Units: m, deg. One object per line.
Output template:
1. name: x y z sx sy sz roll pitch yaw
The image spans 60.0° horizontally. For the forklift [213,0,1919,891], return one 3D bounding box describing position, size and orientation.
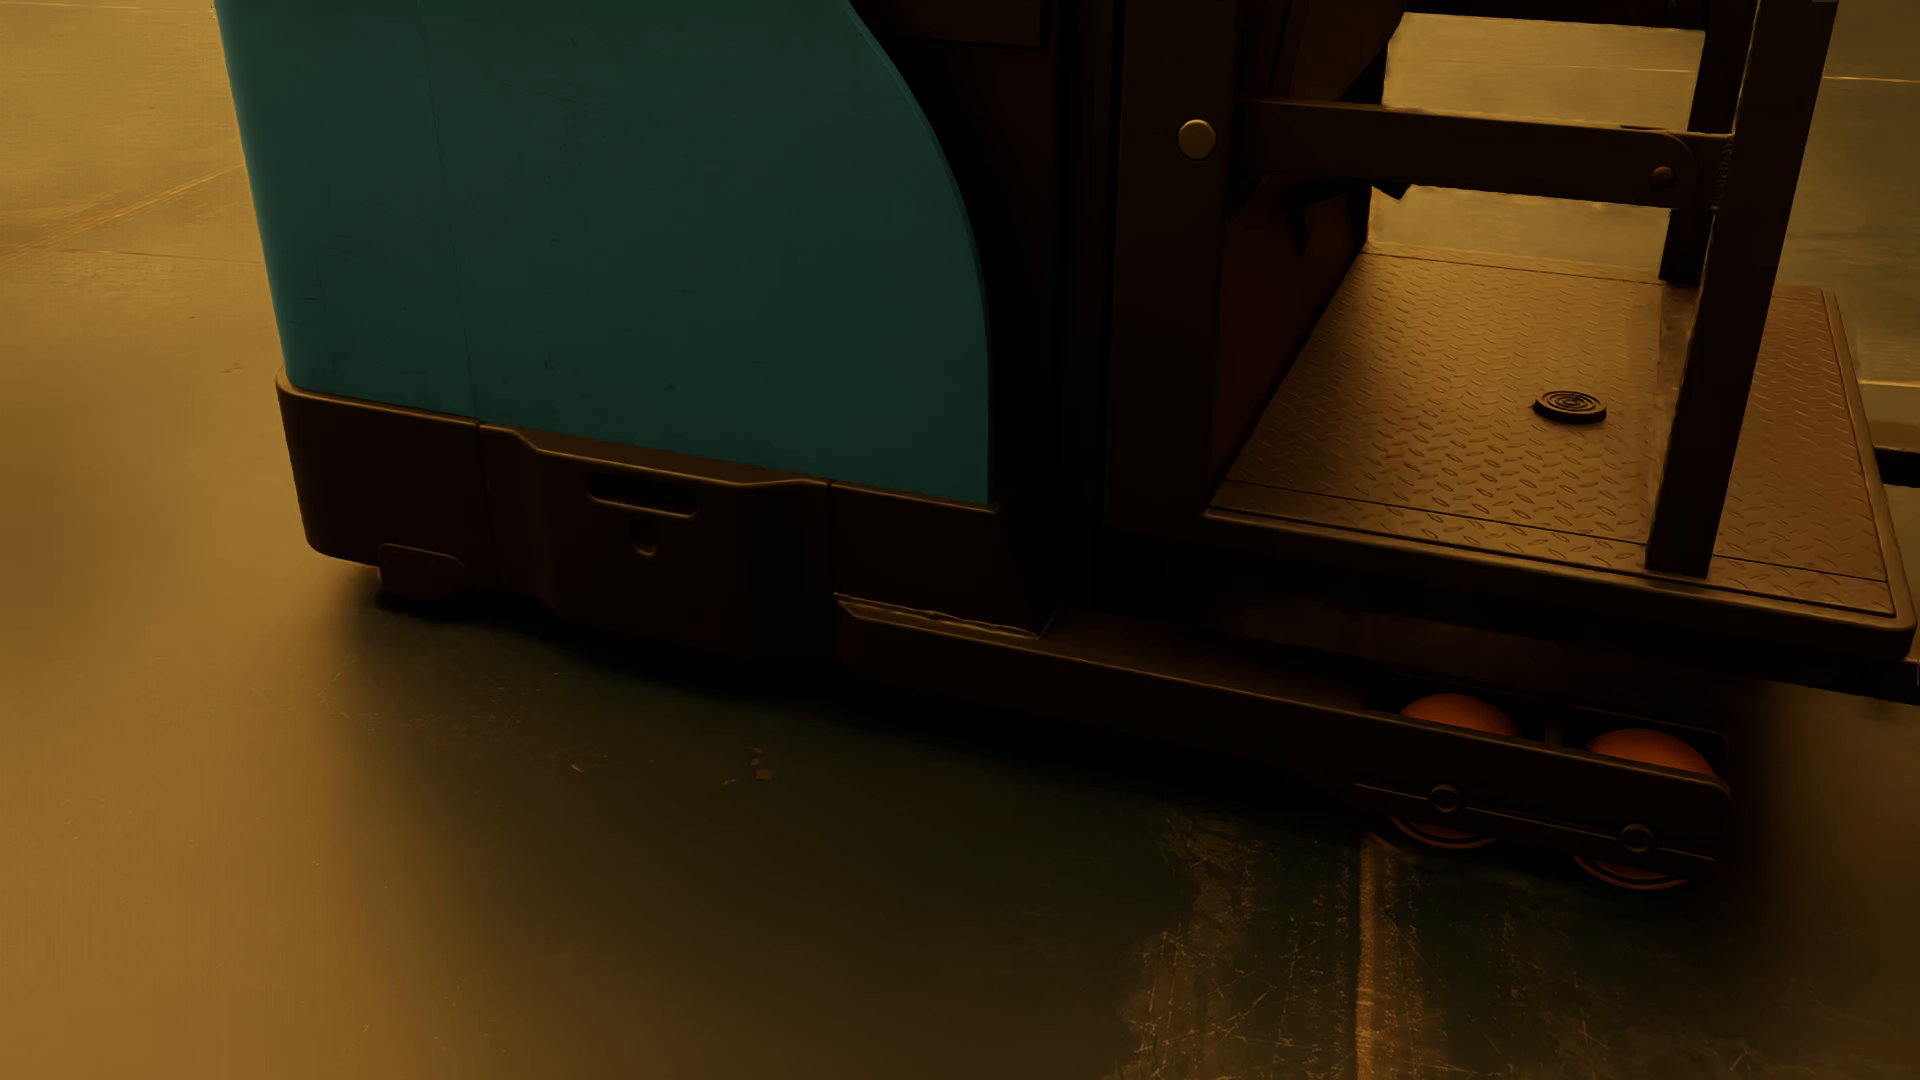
1. forklift: 0.640 -1.209 1.643 3.031 2.935 1.130 10 28 19
